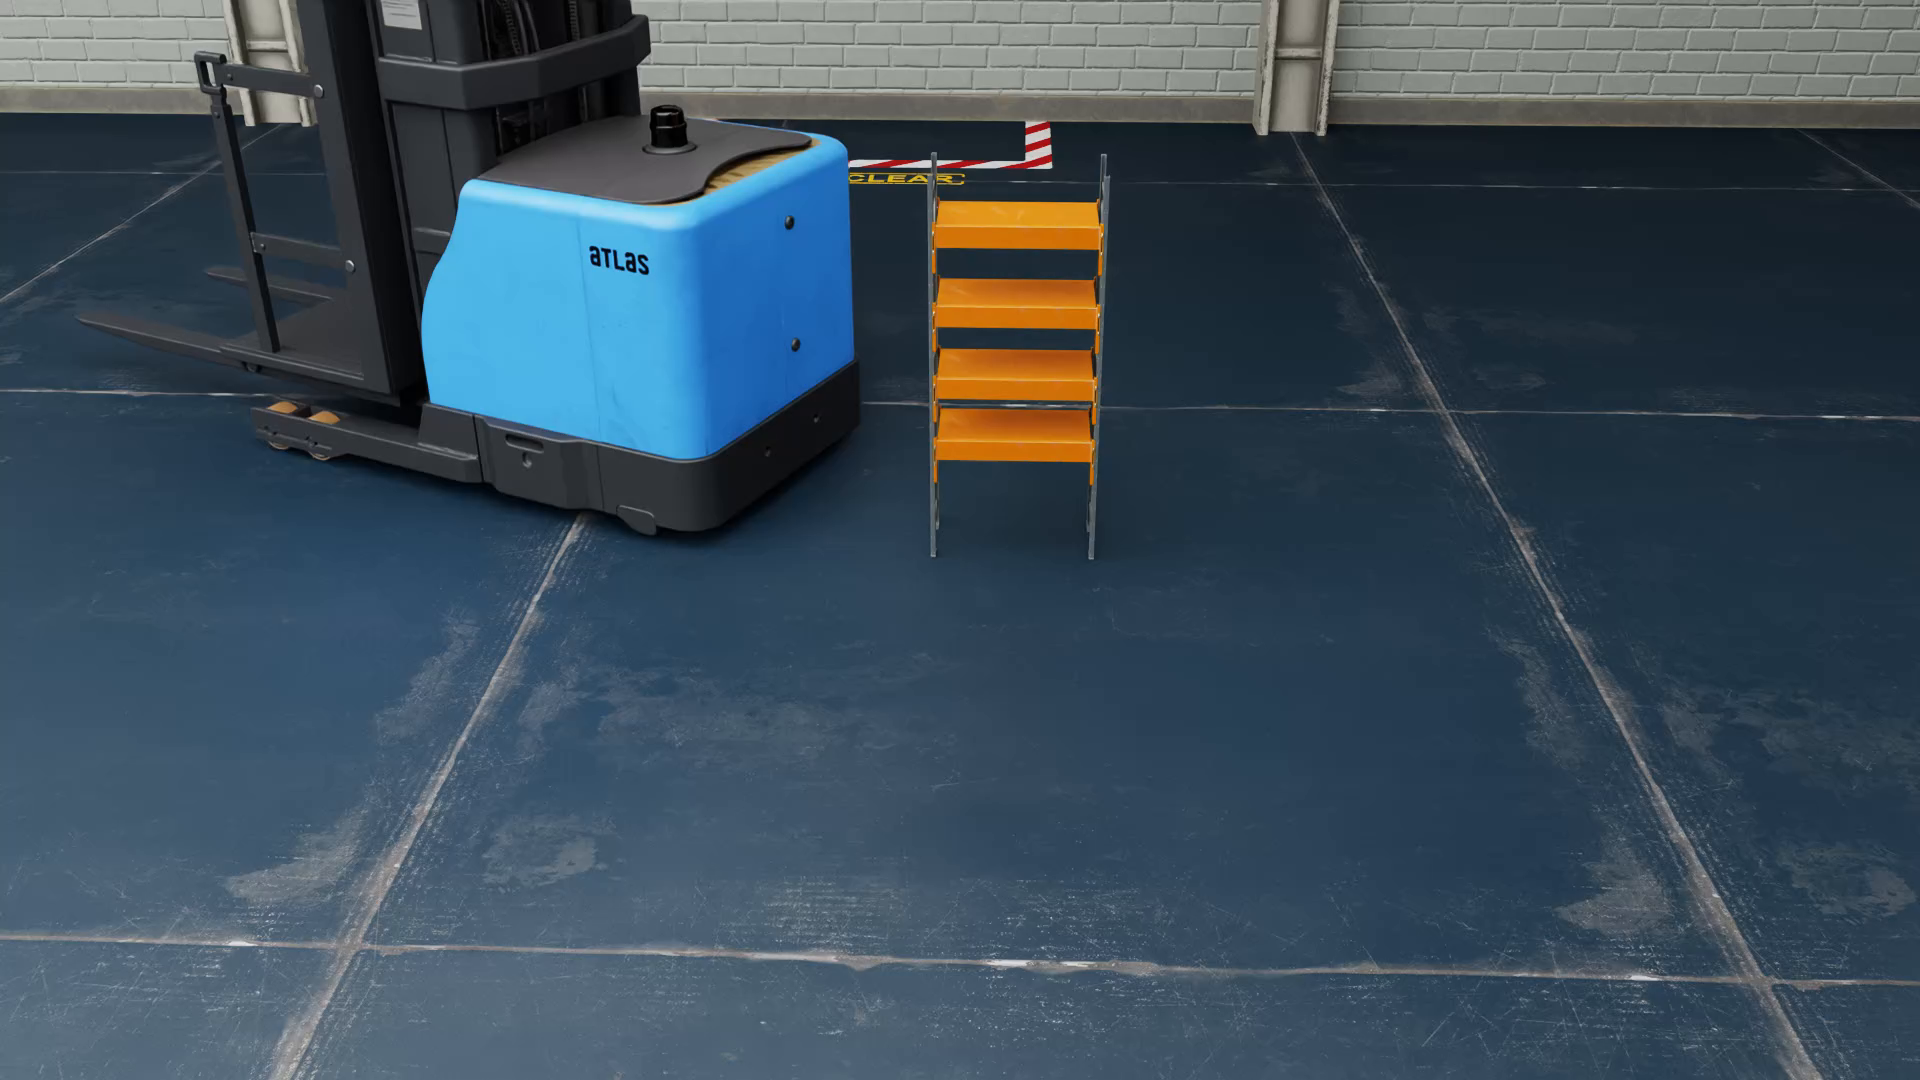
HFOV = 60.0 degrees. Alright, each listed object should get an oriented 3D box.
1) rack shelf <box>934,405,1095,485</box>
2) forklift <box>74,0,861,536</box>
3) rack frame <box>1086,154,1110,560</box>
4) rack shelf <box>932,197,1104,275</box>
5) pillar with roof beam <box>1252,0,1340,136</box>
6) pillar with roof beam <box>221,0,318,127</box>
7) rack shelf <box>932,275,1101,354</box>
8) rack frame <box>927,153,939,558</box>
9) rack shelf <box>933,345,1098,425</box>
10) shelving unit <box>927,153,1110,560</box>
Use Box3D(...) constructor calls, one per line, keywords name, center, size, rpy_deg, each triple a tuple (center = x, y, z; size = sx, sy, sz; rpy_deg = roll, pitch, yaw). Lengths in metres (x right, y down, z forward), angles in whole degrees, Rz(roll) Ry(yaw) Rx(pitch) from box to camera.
Box3D(name="rack shelf", center=(0.165, -0.293, 5.088), size=(0.480, 0.148, 0.258), rpy_deg=(1, 28, 2))
Box3D(name="forklift", center=(-1.904, -1.777, 5.472), size=(3.031, 2.935, 1.130), rpy_deg=(13, 31, 23))
Box3D(name="rack frame", center=(0.409, -0.523, 4.956), size=(0.015, 1.200, 0.240), rpy_deg=(1, 28, 2))
Box3D(name="rack shelf", center=(0.165, -0.875, 4.780), size=(0.480, 0.148, 0.258), rpy_deg=(1, 28, 2))
Box3D(name="pillar with roof beam", center=(1.793, -4.396, 3.935), size=(0.400, 9.000, 9.100), rpy_deg=(1, 28, 2))
Box3D(name="pillar with roof beam", center=(-4.204, -4.495, 4.122), size=(0.400, 9.000, 9.100), rpy_deg=(1, 28, 2))
Box3D(name="rack shelf", center=(0.165, -0.666, 4.891), size=(0.480, 0.148, 0.258), rpy_deg=(1, 28, 2))
Box3D(name="rack frame", center=(-0.078, -0.531, 4.971), size=(0.015, 1.200, 0.240), rpy_deg=(1, 28, 2))
Box3D(name="rack shelf", center=(0.165, -0.468, 4.995), size=(0.480, 0.148, 0.258), rpy_deg=(1, 28, 2))
Box3D(name="shelving unit", center=(0.165, -0.527, 4.964), size=(0.503, 1.200, 0.258), rpy_deg=(1, 28, 2))
